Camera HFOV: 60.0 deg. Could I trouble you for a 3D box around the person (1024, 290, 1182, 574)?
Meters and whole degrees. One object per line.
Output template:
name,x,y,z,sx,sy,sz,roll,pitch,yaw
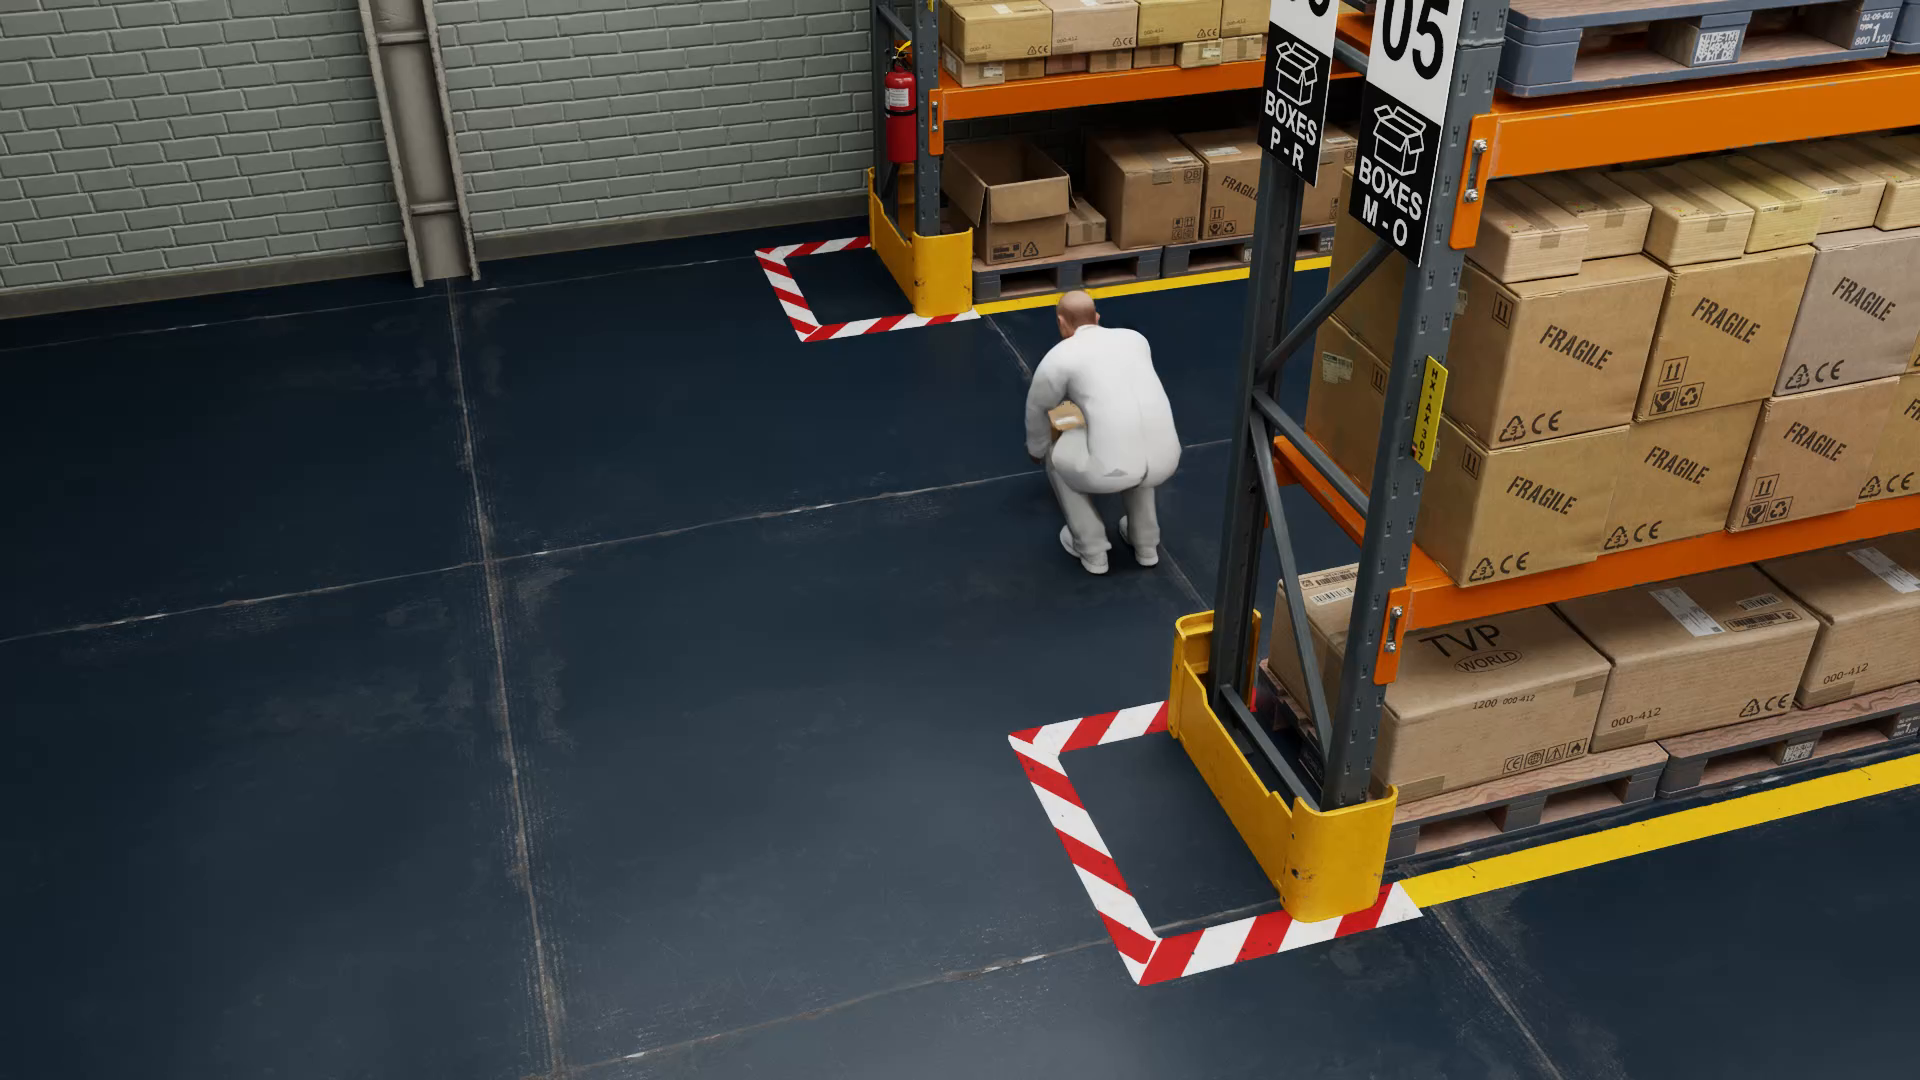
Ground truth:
person,0.640,-0.469,7.440,0.620,1.145,0.850,-10,35,-15
